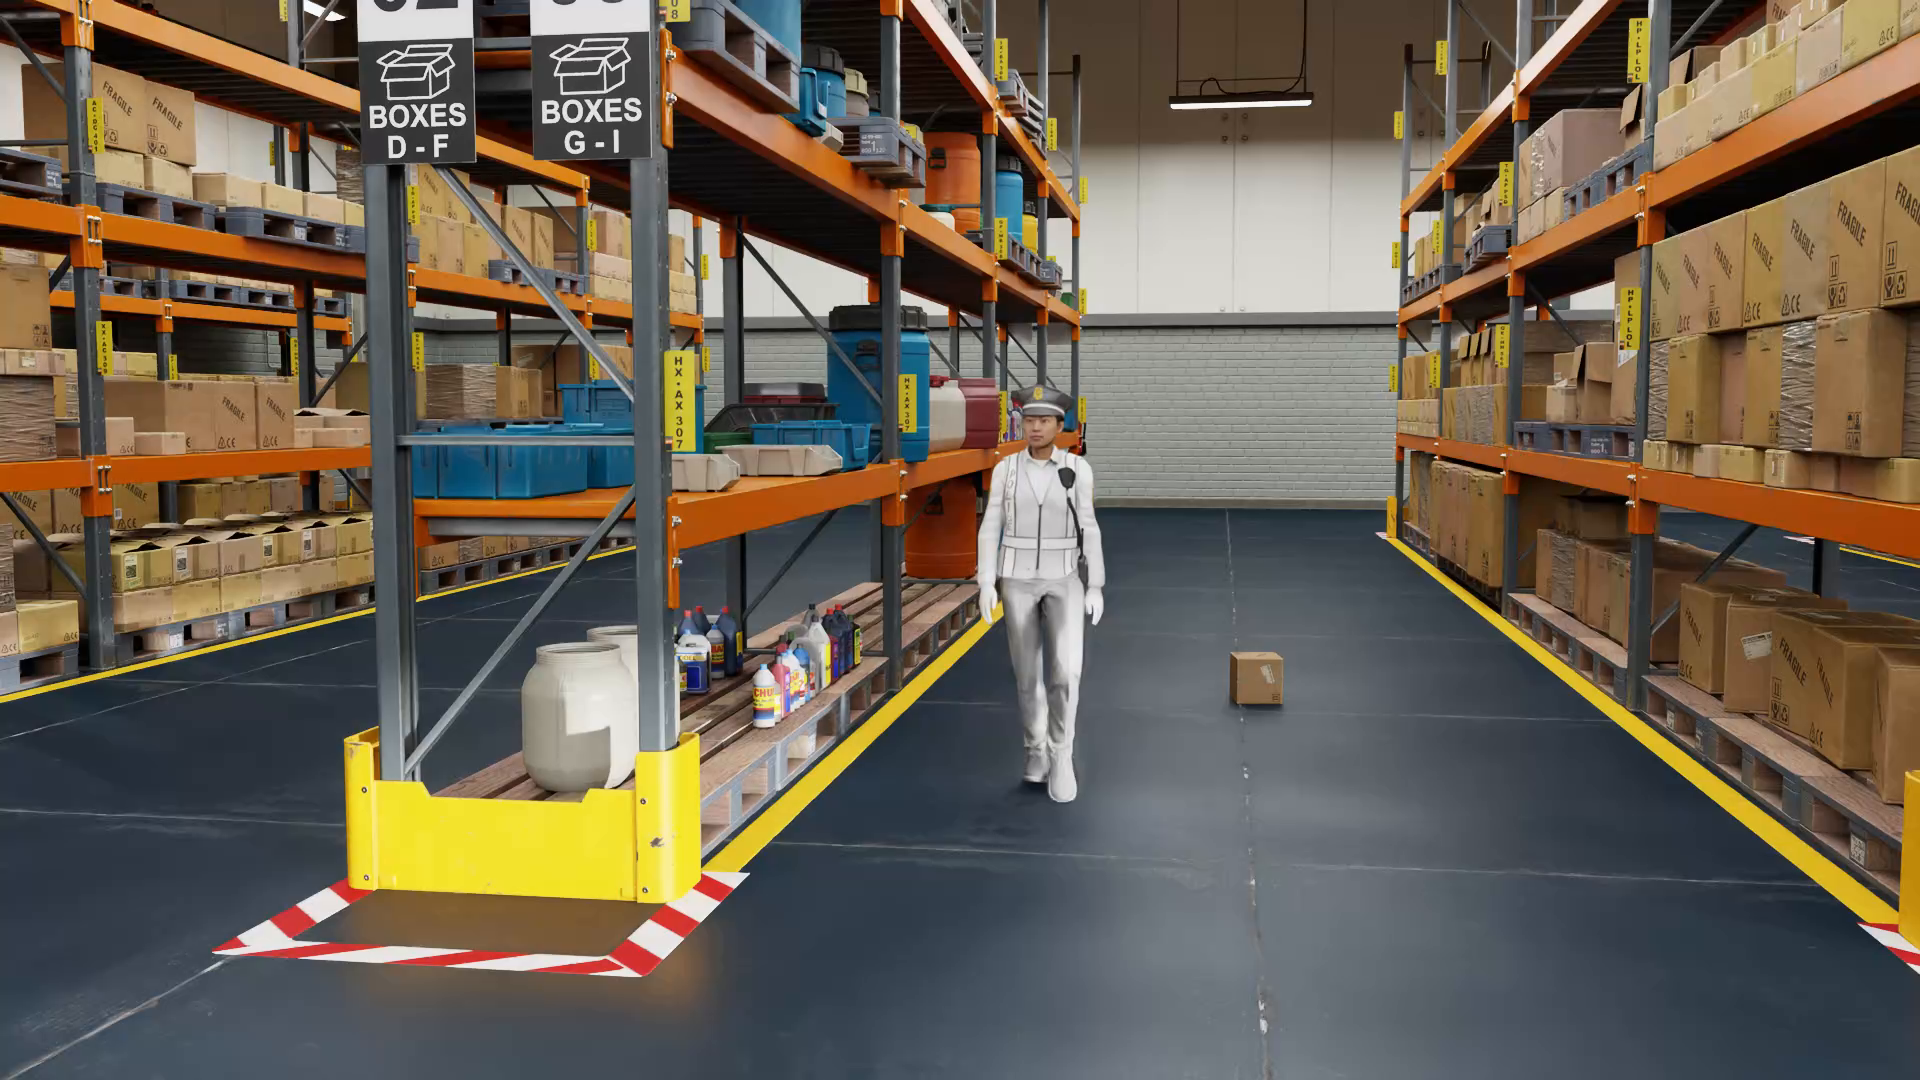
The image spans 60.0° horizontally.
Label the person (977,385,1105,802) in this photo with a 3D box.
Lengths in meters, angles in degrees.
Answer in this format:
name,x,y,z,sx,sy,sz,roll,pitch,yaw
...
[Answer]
name,x,y,z,sx,sy,sz,roll,pitch,yaw
person,0.333,0.217,6.971,0.529,1.729,0.500,1,5,10
